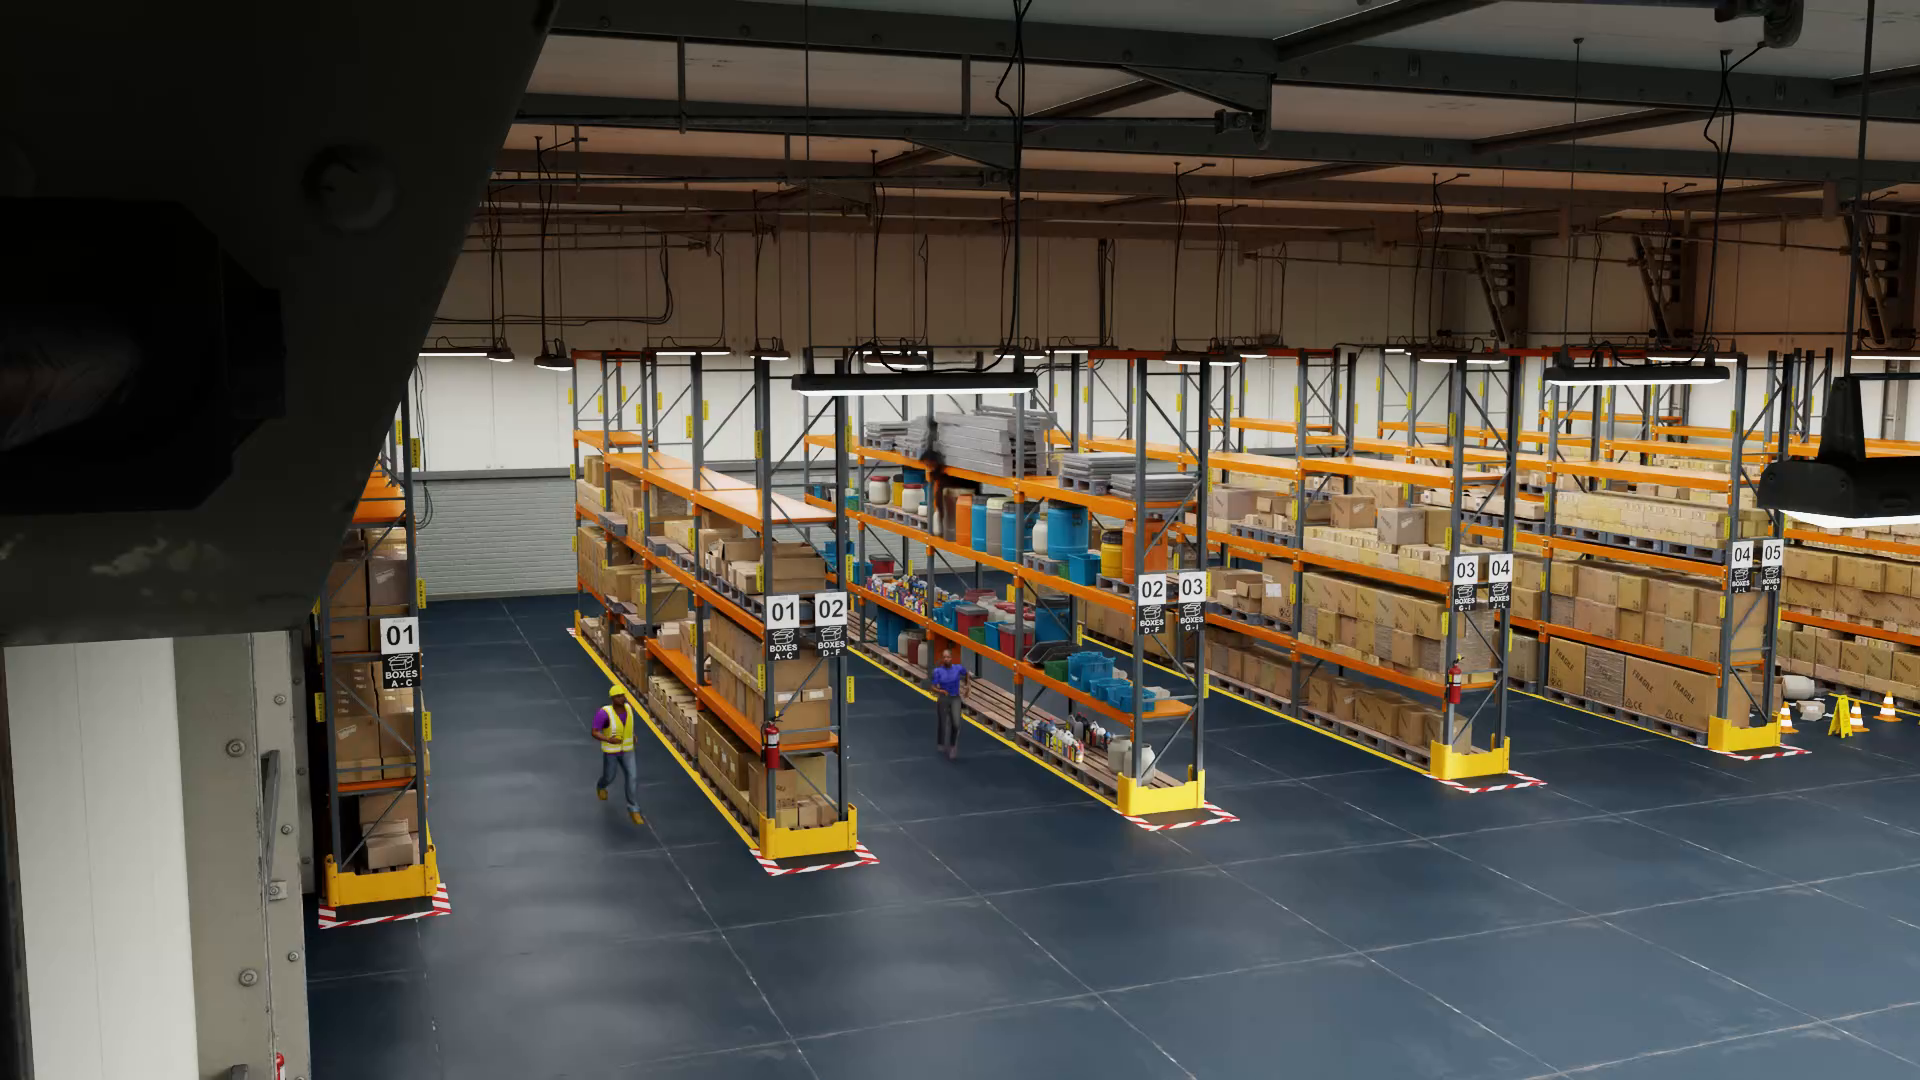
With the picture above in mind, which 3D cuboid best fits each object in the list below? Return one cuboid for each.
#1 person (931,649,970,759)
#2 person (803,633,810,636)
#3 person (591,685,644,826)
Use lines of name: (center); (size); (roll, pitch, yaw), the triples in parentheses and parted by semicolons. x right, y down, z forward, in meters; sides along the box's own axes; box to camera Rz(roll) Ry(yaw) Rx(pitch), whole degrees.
person: (-0.143, 2.436, 24.808); (0.587, 1.642, 0.845); (0, 7, -2)
person: (-2.892, 1.856, 29.309); (0.562, 1.708, 0.857); (-3, 8, -25)
person: (-4.500, 2.750, 21.733); (0.663, 1.738, 1.102); (-4, 8, -32)
